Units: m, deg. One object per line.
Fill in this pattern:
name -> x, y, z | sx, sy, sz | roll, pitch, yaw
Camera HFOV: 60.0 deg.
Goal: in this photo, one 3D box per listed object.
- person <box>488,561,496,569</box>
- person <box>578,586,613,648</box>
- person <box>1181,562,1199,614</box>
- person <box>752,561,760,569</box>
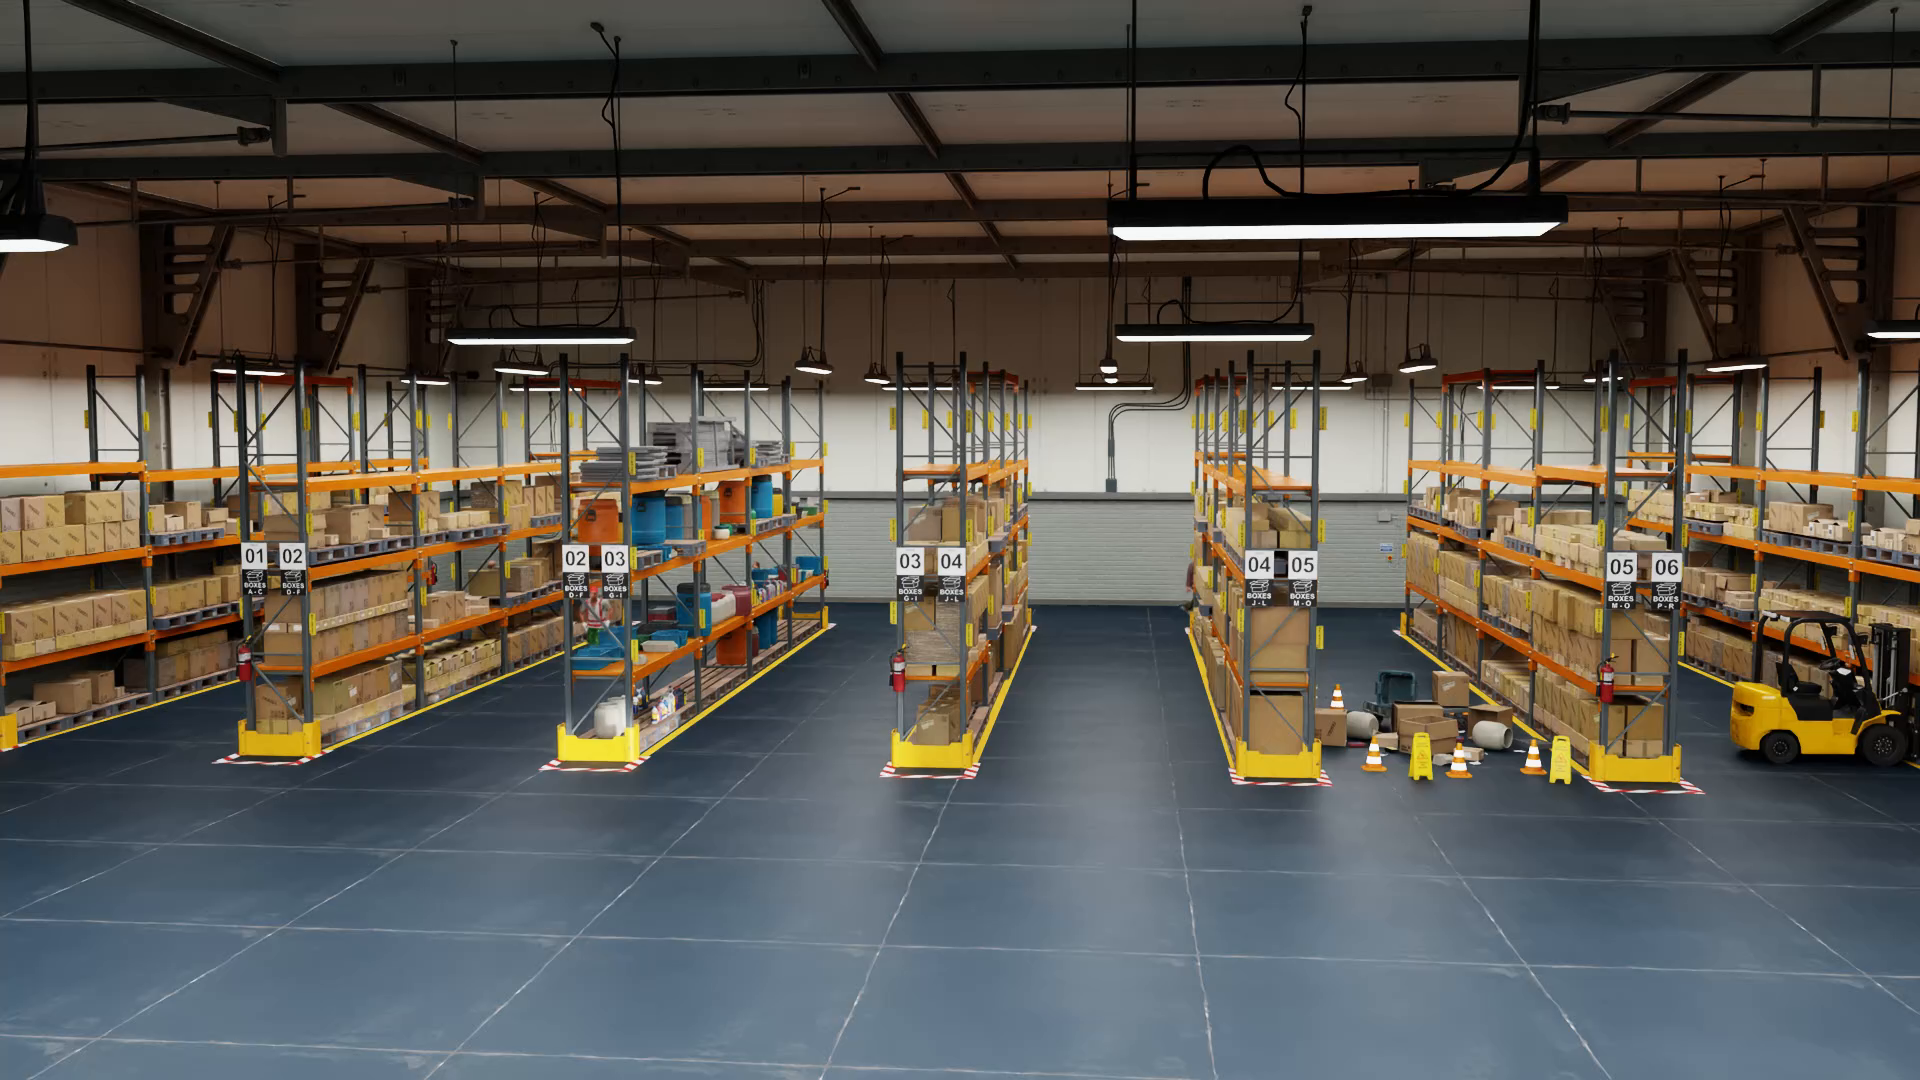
person -> -11.101, 1.354, 39.318 | 0.565, 1.724, 0.486 | 4, 6, 44
person -> -7.404, 1.765, 33.800 | 0.645, 1.686, 0.630 | 1, 4, 14
person -> 6.137, 1.142, 42.673 | 1.163, 1.669, 0.553 | 3, 5, 39
person -> -5.070, 1.291, 41.140 | 0.395, 1.521, 0.964 | 3, 5, 32
